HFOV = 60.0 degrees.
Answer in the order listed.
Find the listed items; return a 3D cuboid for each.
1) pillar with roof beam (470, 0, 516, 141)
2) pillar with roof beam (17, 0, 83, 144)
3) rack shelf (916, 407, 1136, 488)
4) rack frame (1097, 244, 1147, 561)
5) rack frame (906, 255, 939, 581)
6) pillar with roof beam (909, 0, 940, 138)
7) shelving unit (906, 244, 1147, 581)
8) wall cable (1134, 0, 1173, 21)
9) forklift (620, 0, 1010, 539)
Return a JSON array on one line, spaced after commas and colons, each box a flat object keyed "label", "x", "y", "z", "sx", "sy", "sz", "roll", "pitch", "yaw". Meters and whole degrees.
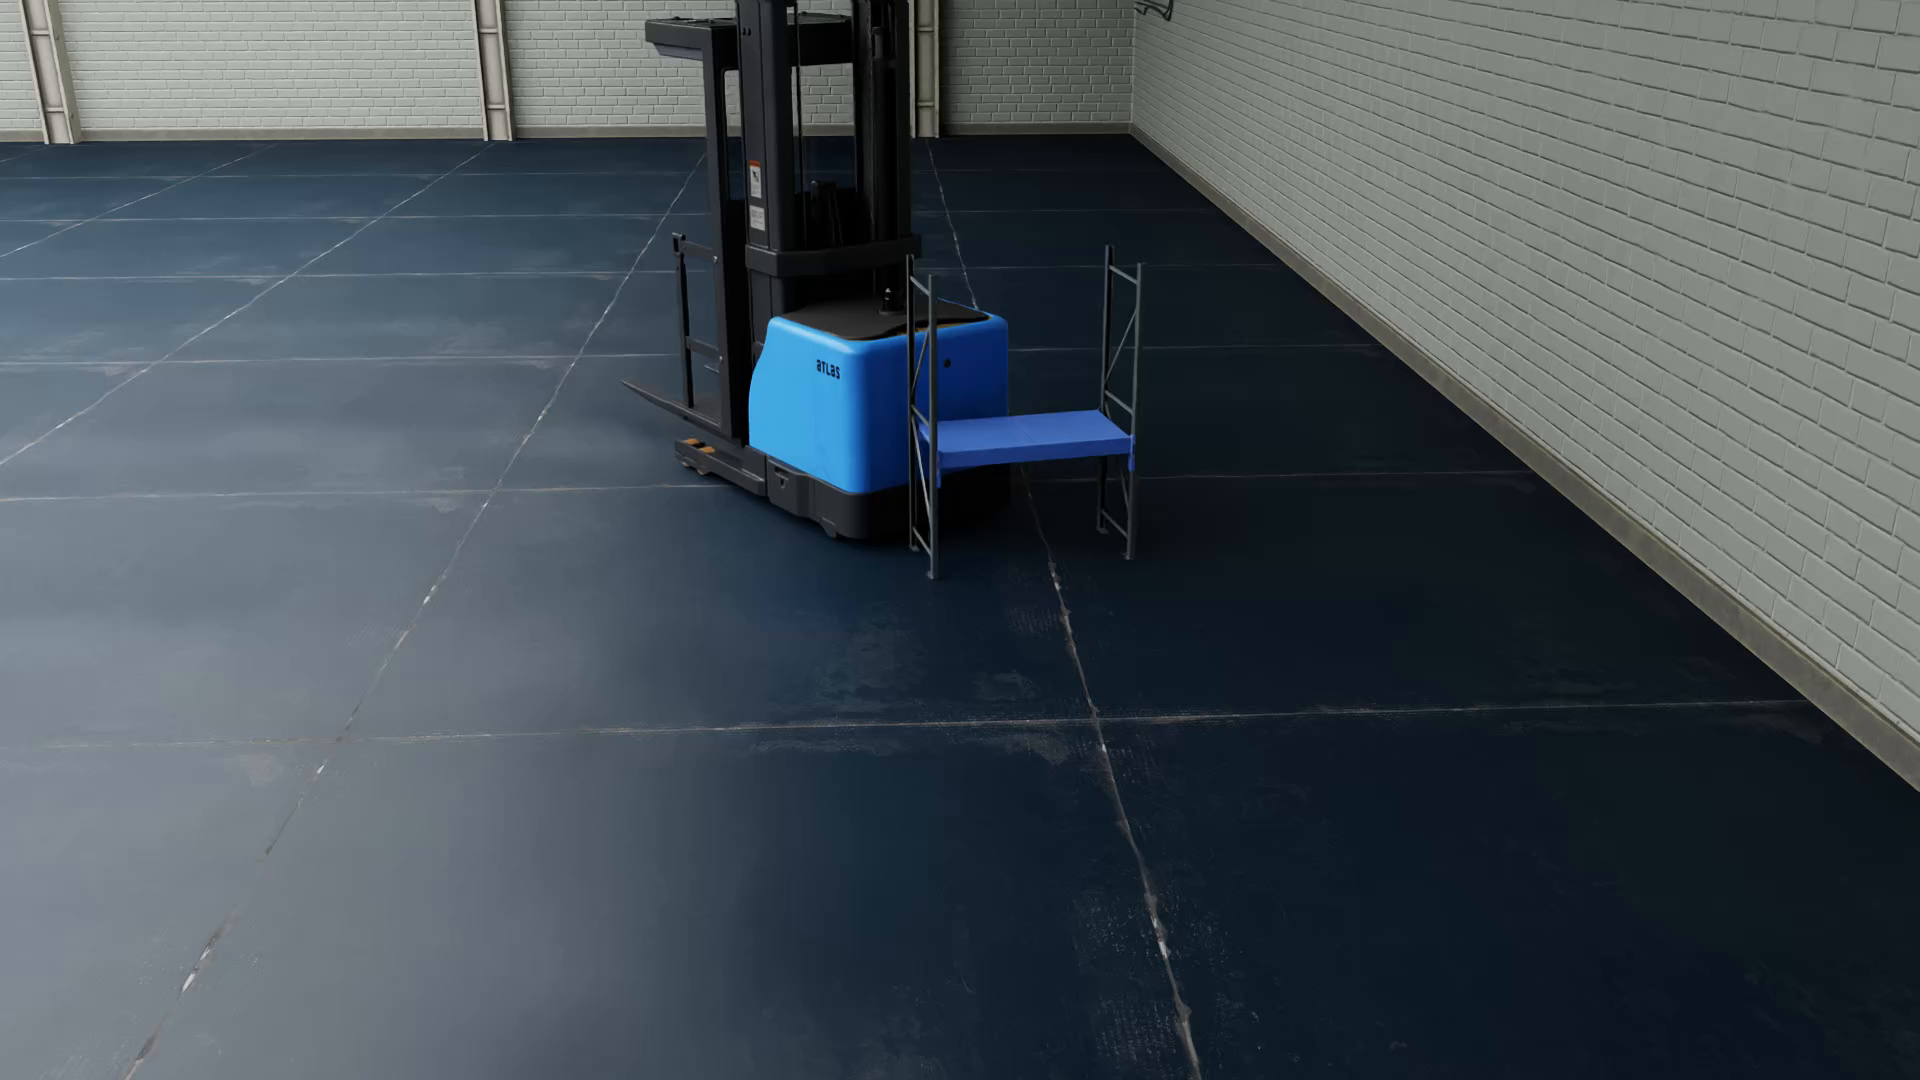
[{"label": "pillar with roof beam", "x": -6.244, "y": -8.337, "z": 17.871, "sx": 0.400, "sy": 9.000, "sz": 9.100, "roll": -1, "pitch": 21, "yaw": -3}, {"label": "pillar with roof beam", "x": -12.234, "y": -8.215, "z": 17.551, "sx": 0.400, "sy": 9.000, "sz": 9.100, "roll": -1, "pitch": 21, "yaw": -3}, {"label": "rack shelf", "x": 0.309, "y": -0.467, "z": 8.246, "sx": 1.000, "sy": 0.185, "sz": 0.538, "roll": -5, "pitch": 21, "yaw": -14}, {"label": "rack frame", "x": 0.801, "y": -0.681, "z": 8.303, "sx": 0.032, "sy": 1.500, "sz": 0.500, "roll": -5, "pitch": 21, "yaw": -14}, {"label": "rack frame", "x": -0.182, "y": -0.590, "z": 8.062, "sx": 0.032, "sy": 1.500, "sz": 0.500, "roll": -5, "pitch": 21, "yaw": -14}, {"label": "pillar with roof beam", "x": -0.254, "y": -8.459, "z": 18.191, "sx": 0.400, "sy": 9.000, "sz": 9.100, "roll": -1, "pitch": 21, "yaw": -3}, {"label": "shelving unit", "x": 0.309, "y": -0.635, "z": 8.182, "sx": 1.048, "sy": 1.500, "sz": 0.538, "roll": -5, "pitch": 21, "yaw": -14}, {"label": "wall cable", "x": 2.517, "y": -8.127, "z": 21.684, "sx": 0.112, "sy": 2.526, "sz": 3.097, "roll": -1, "pitch": 21, "yaw": -3}, {"label": "forklift", "x": -1.015, "y": -1.835, "z": 9.322, "sx": 1.130, "sy": 2.935, "sz": 3.031, "roll": -15, "pitch": 25, "yaw": -34}]
